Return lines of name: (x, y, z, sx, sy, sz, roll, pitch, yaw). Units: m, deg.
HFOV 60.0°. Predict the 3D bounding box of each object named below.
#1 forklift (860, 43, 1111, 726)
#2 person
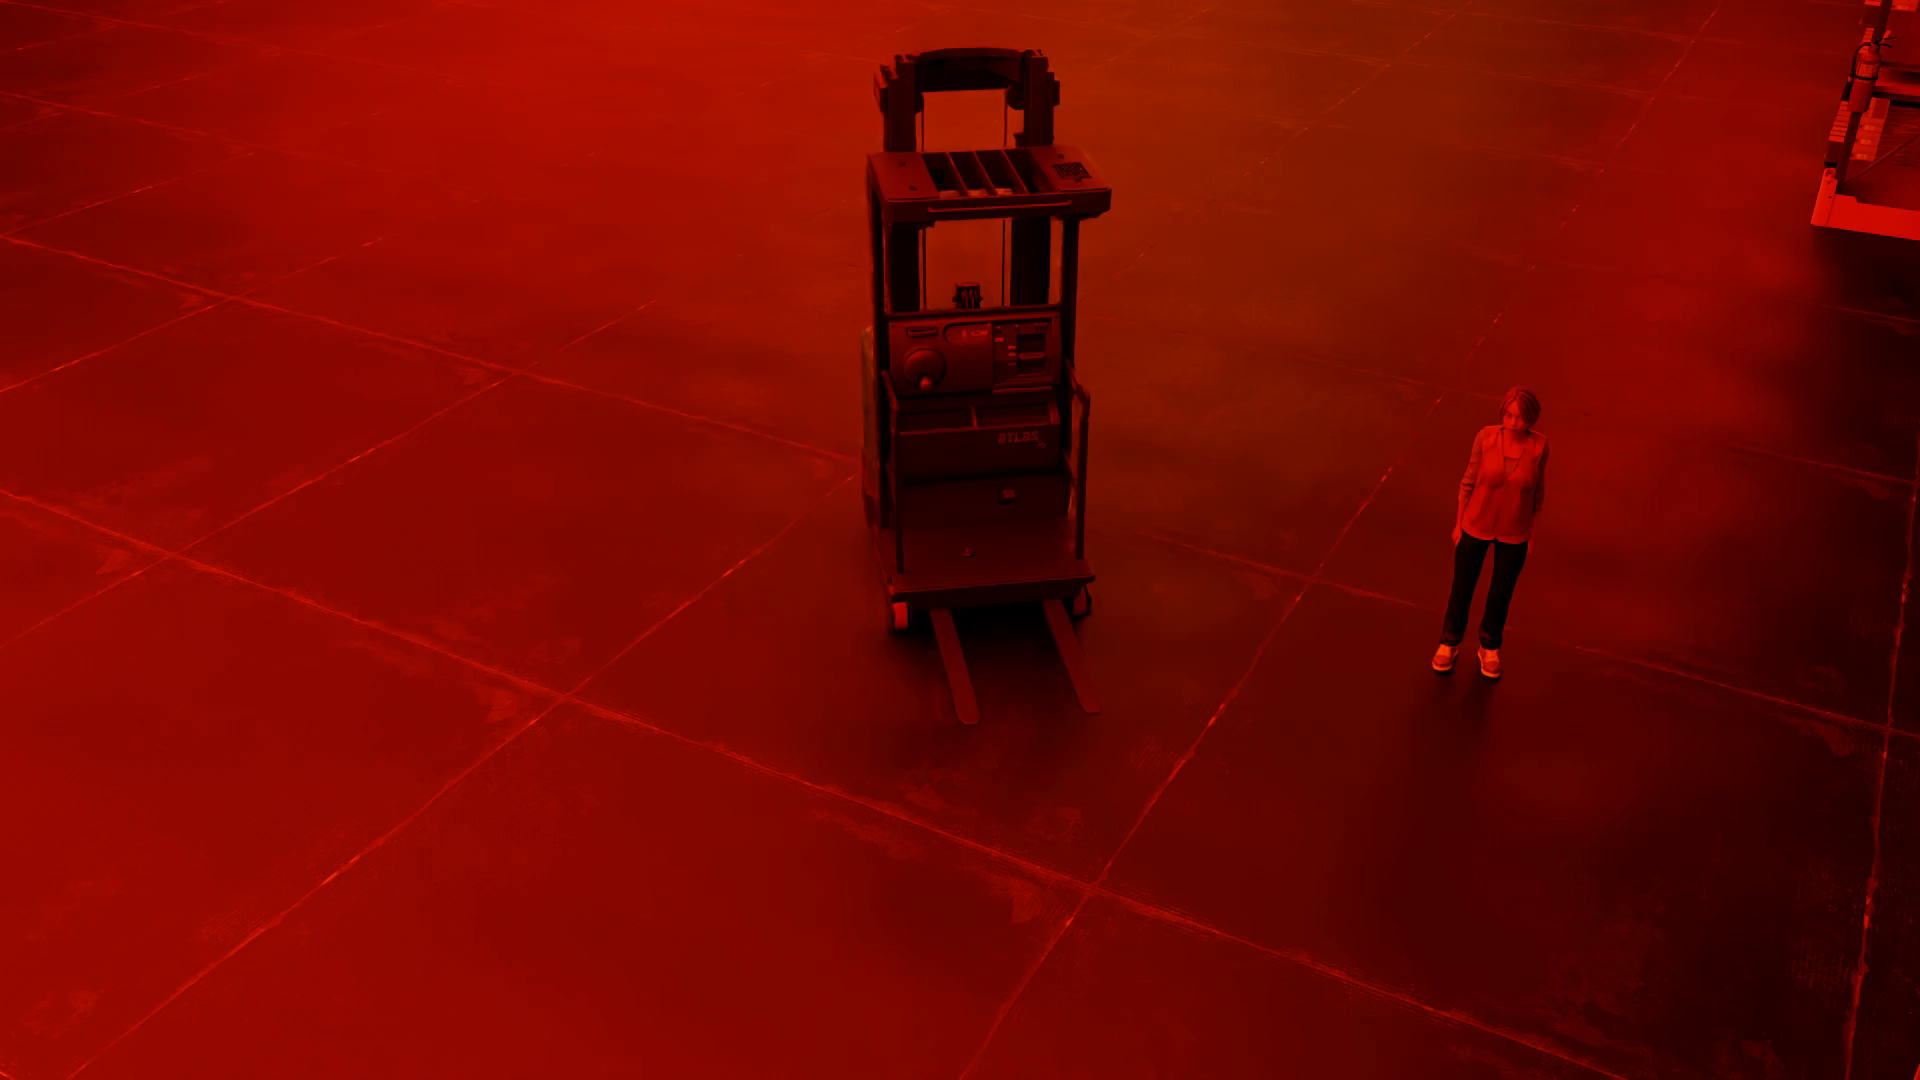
forklift: (0.119, -0.958, 8.731, 1.130, 2.935, 3.031, -5, 30, -8)
person: (2.725, -0.038, 8.468, 0.414, 1.604, 0.315, 8, 31, 14)
